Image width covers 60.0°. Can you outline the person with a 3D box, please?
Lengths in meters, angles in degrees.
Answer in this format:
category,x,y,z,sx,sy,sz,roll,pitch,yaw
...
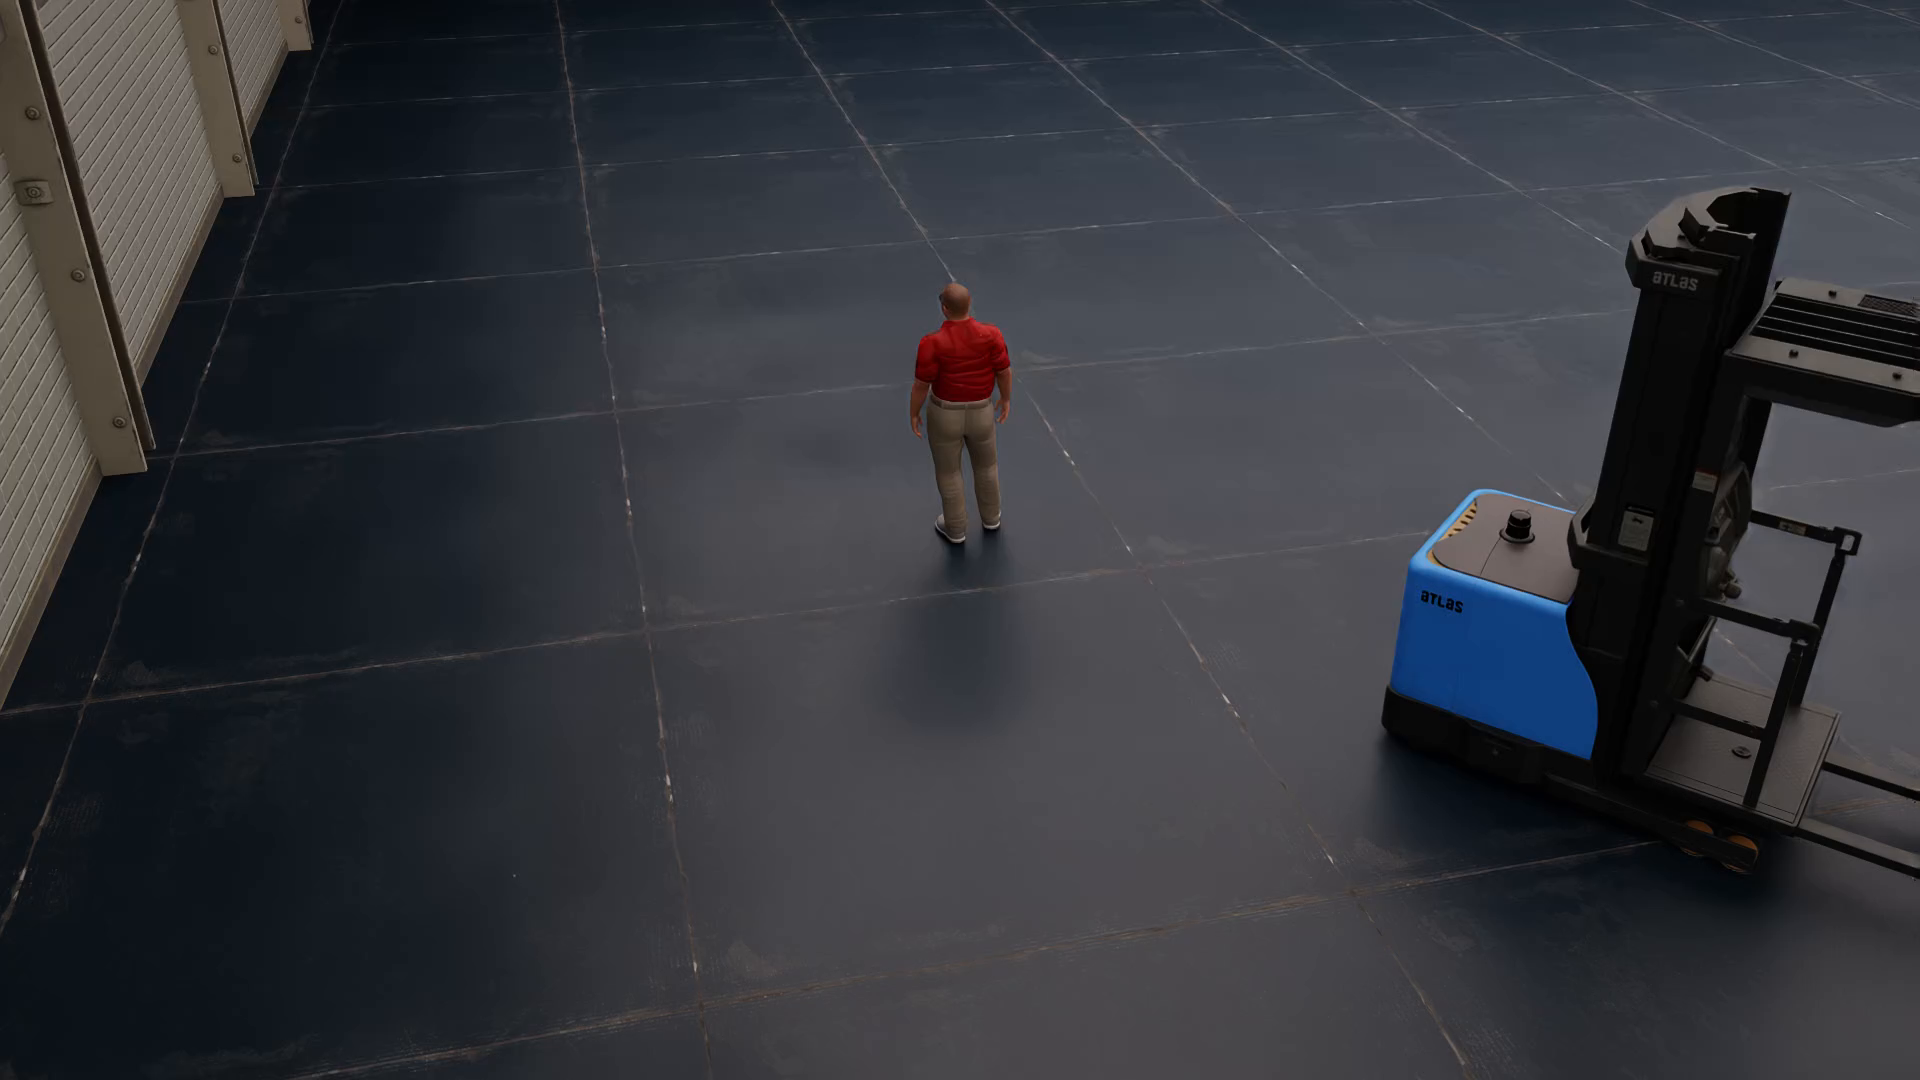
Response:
category,x,y,z,sx,sy,sz,roll,pitch,yaw
person,-0.010,-0.800,10.141,0.641,1.727,0.550,-7,31,-12

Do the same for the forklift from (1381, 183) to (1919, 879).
category,x,y,z,sx,sy,sz,roll,pitch,yaw
forklift,3.707,-0.015,7.600,3.031,2.935,1.130,19,35,30
